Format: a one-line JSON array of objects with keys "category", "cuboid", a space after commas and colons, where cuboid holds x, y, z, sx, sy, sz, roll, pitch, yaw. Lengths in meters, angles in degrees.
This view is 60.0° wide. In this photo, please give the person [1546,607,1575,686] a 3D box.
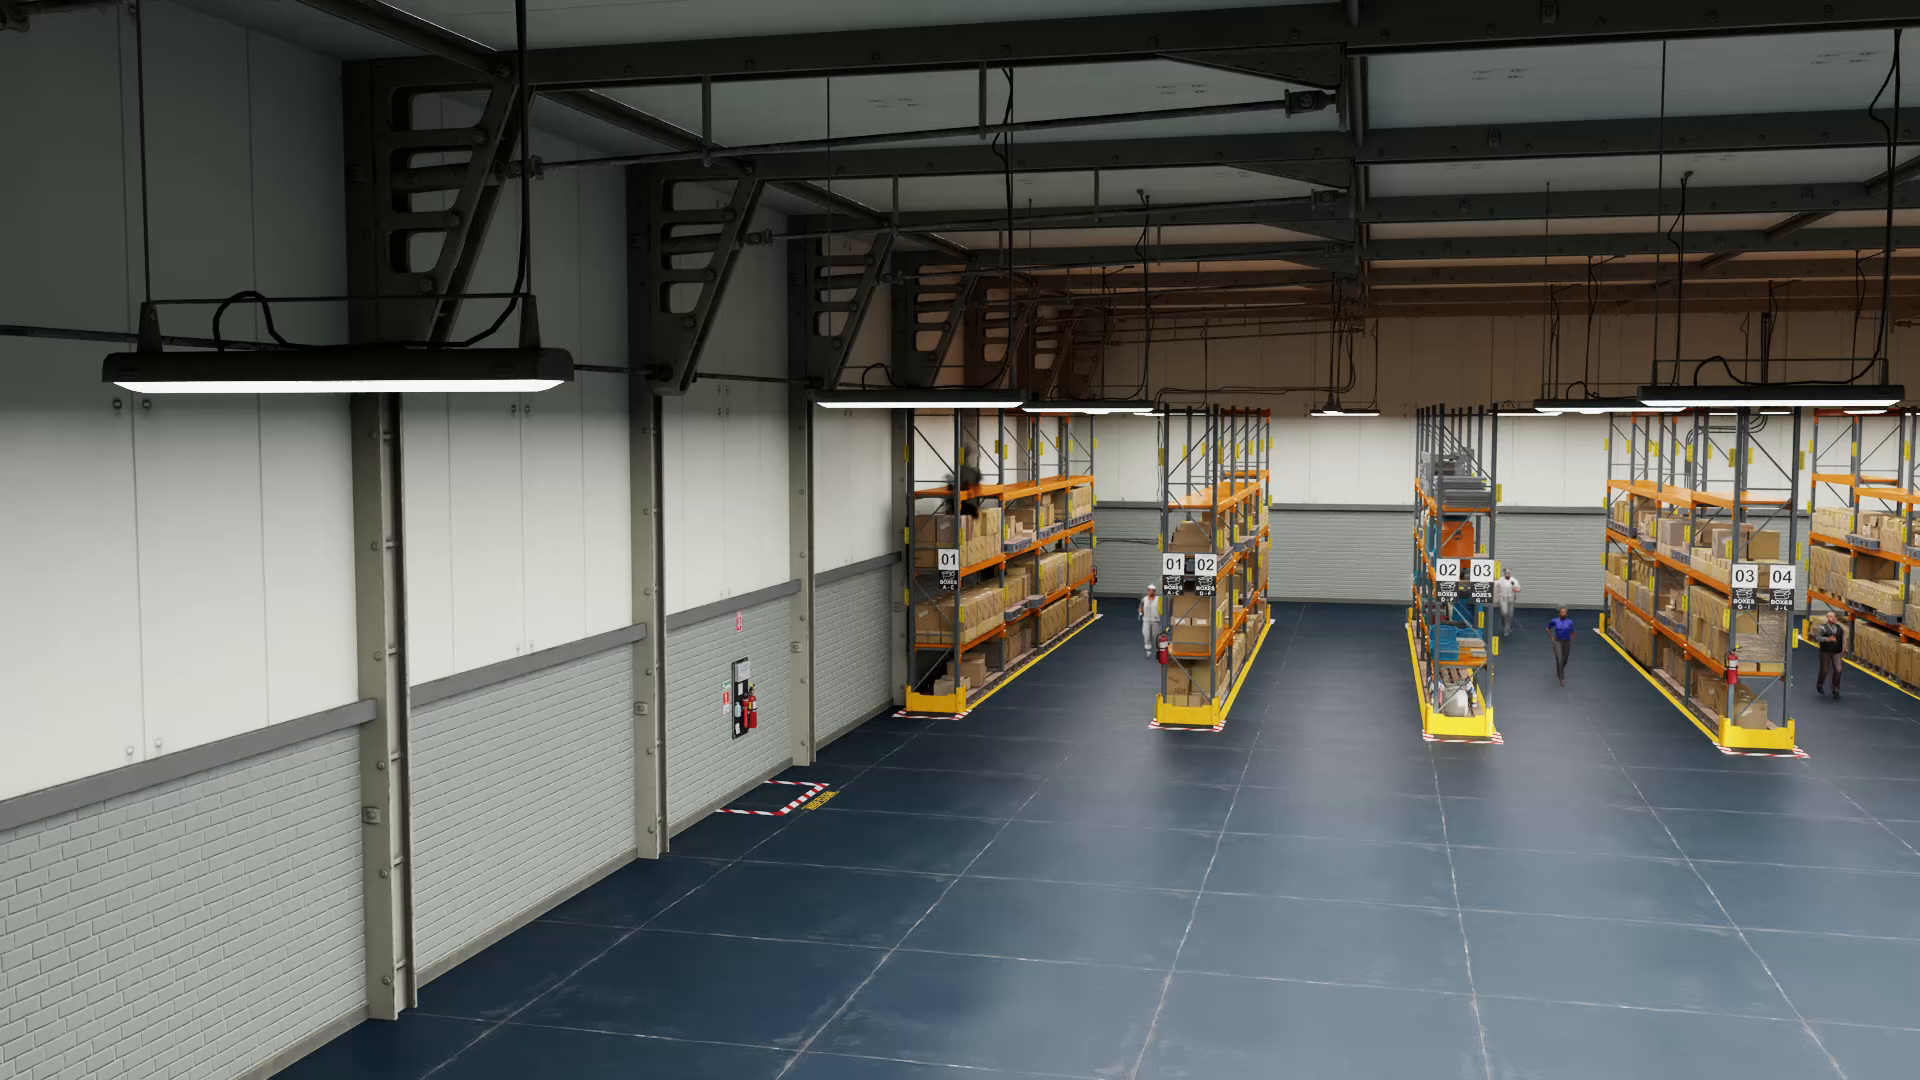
[{"category": "person", "cuboid": [13.028, 2.285, 36.035, 0.580, 1.663, 0.892, 0, 4, 5]}]

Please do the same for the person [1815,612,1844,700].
[{"category": "person", "cuboid": [17.898, 2.360, 34.190, 0.646, 1.769, 0.761, 1, 4, 9]}]

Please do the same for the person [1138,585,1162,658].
[{"category": "person", "cuboid": [4.579, 1.950, 39.873, 0.660, 1.744, 0.745, 1, 4, 16]}]

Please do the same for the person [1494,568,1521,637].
[{"category": "person", "cuboid": [14.479, 1.631, 44.036, 0.675, 1.835, 0.870, 0, 4, 4]}]
